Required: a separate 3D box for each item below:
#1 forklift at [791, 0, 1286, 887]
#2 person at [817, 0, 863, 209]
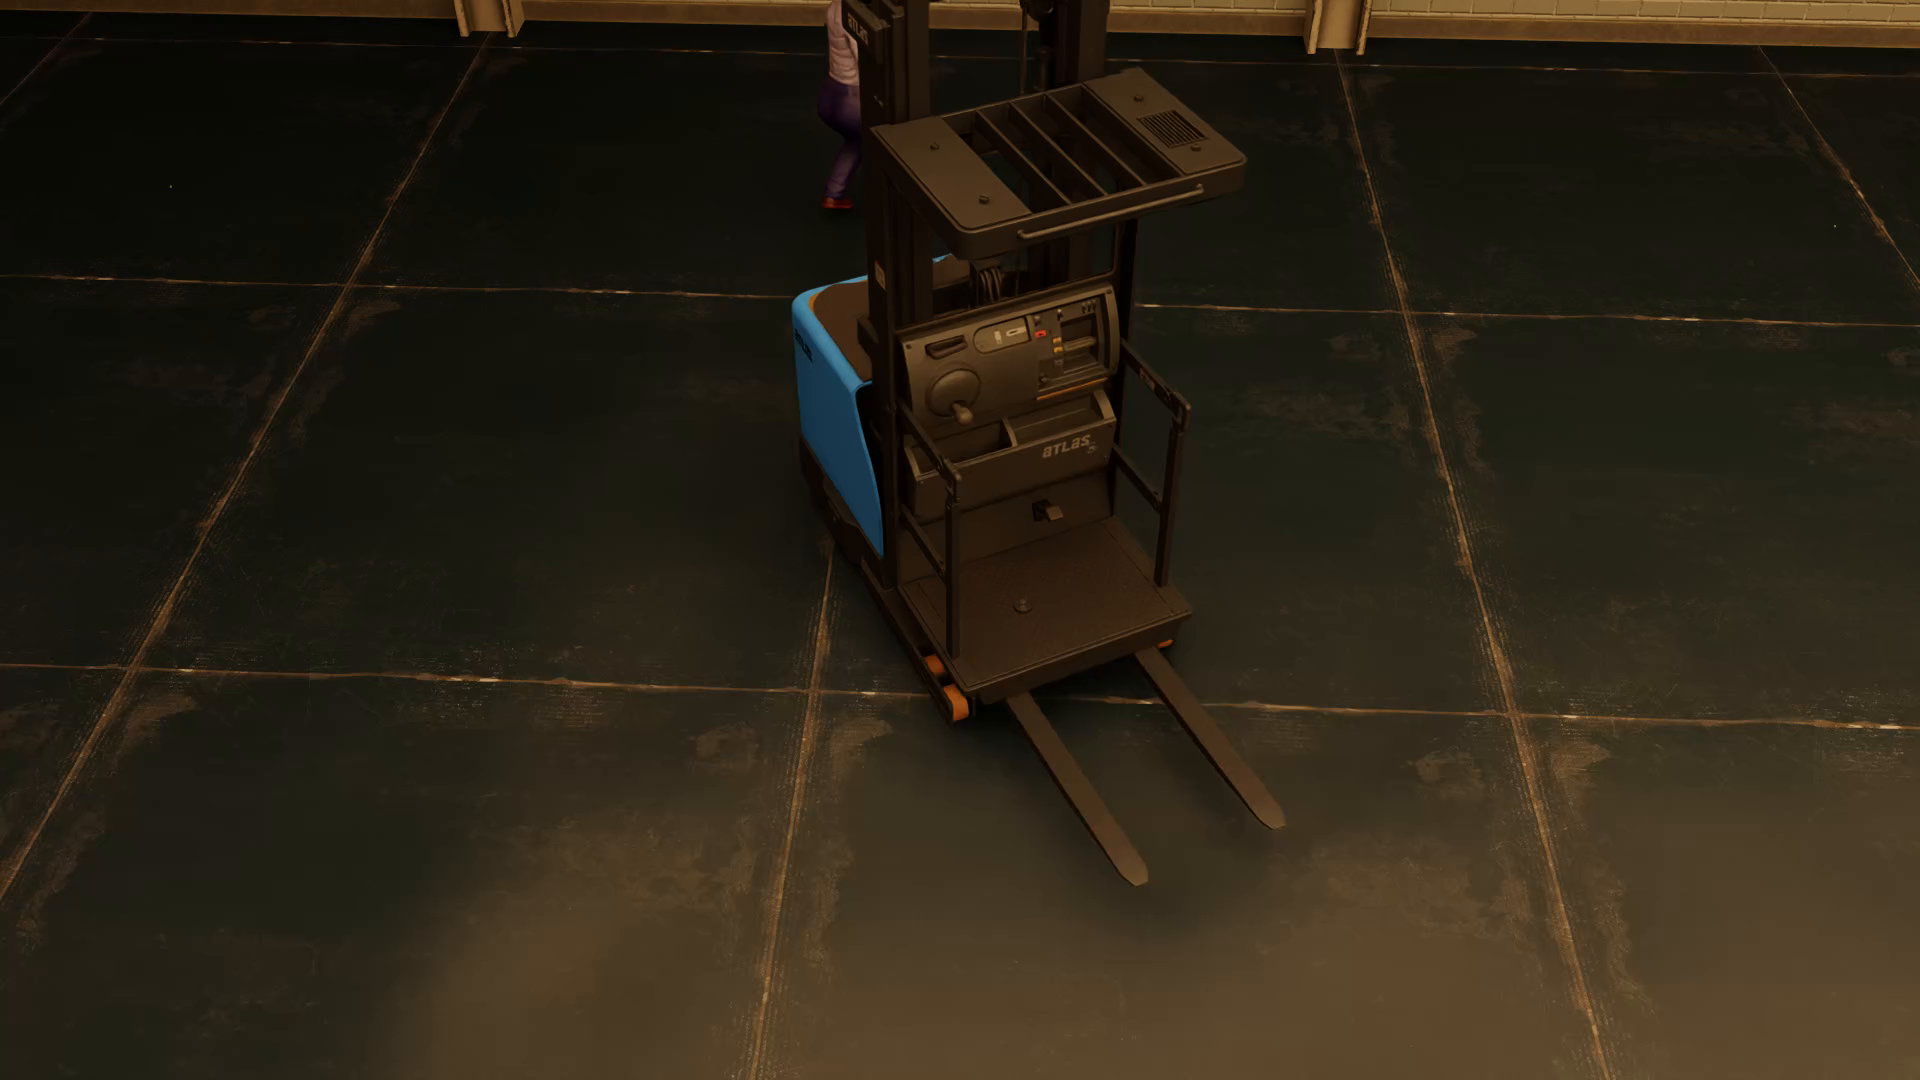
[{"bbox_3d":[0.304,-0.650,6.454,1.130,2.935,3.031,-18,45,-18],"label":"forklift"},{"bbox_3d":[-0.486,-2.577,9.591,0.701,1.551,0.760,-27,49,-27],"label":"person"}]
